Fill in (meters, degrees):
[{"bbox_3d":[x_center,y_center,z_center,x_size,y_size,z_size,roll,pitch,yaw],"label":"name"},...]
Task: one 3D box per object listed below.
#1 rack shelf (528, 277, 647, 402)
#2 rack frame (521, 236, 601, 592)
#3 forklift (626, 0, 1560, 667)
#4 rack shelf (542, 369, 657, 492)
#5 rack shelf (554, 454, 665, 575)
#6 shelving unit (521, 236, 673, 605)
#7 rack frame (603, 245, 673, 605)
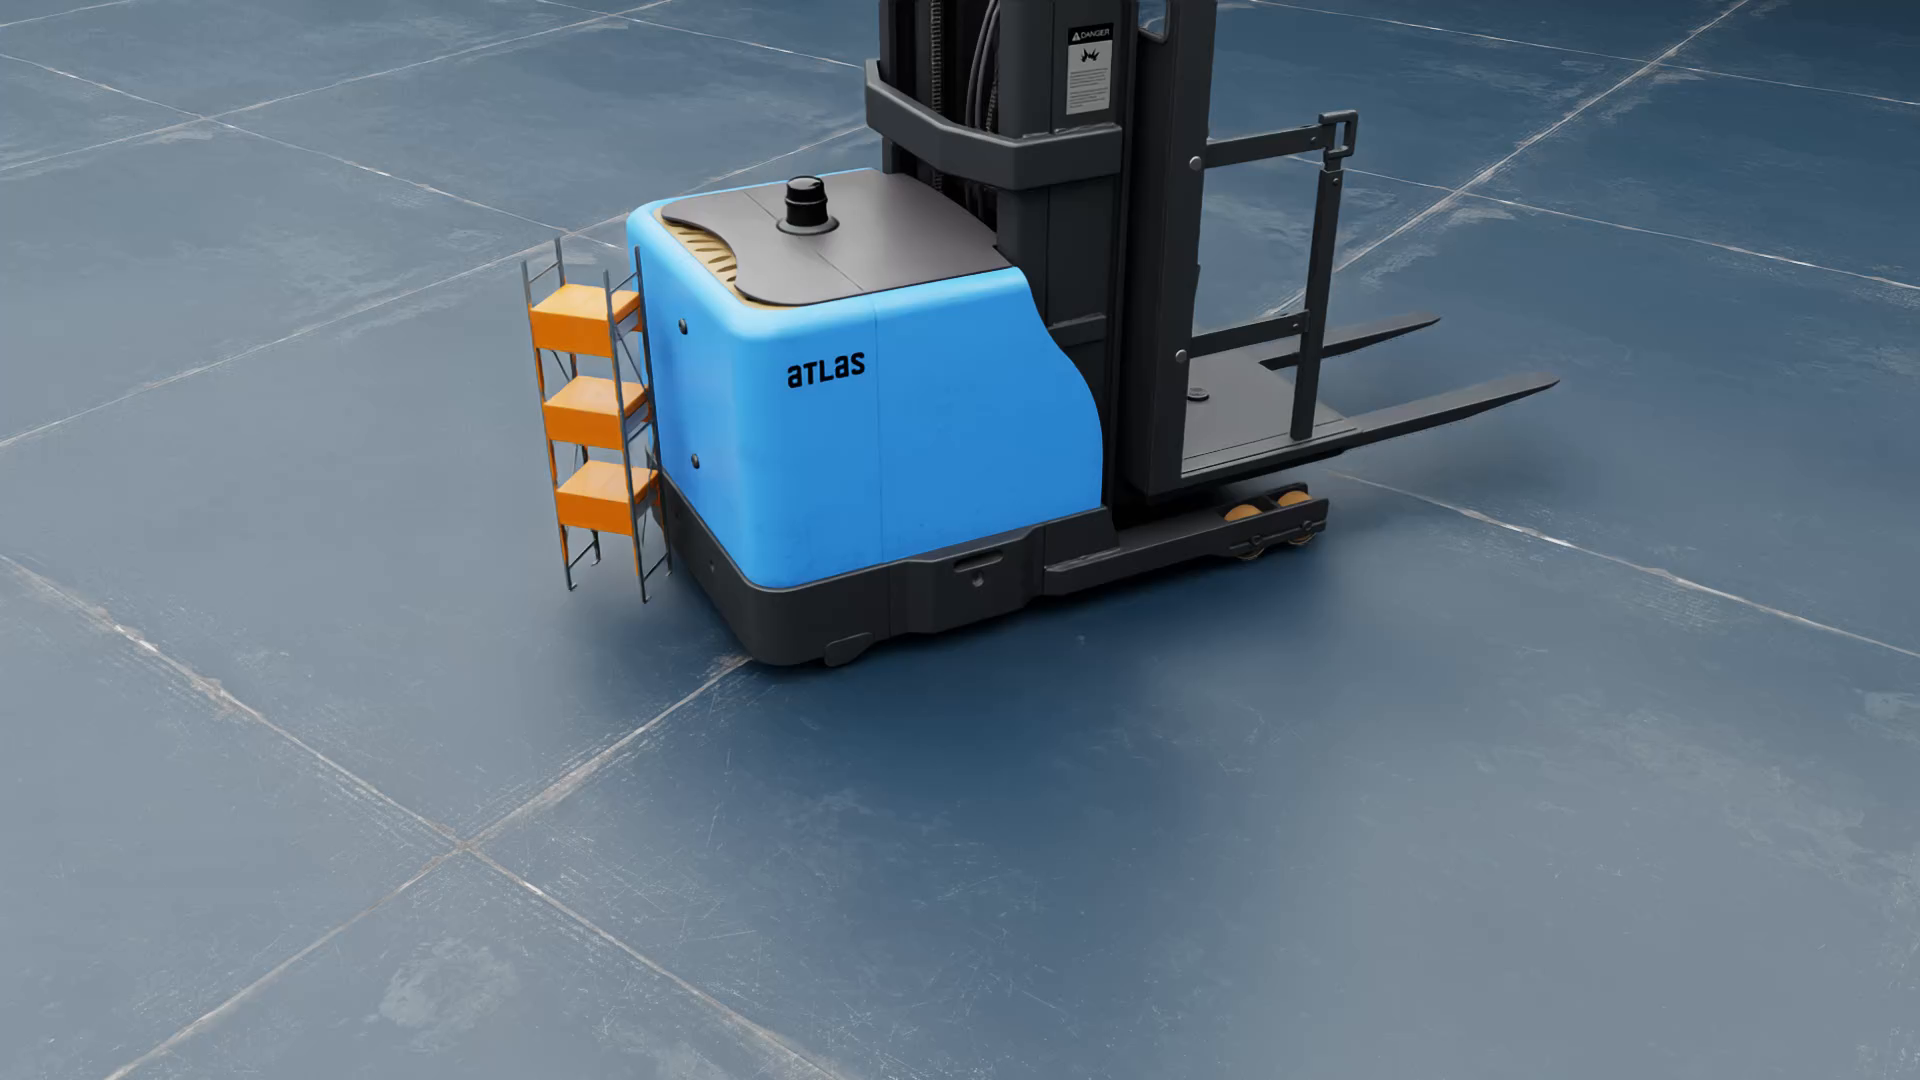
[{"bbox_3d":[-1.027,-0.561,4.630,0.240,0.259,0.215,9,32,15],"label":"rack shelf"},{"bbox_3d":[-1.144,-0.344,4.800,0.008,1.050,0.200,9,32,15],"label":"rack frame"},{"bbox_3d":[0.578,-1.426,4.781,3.031,2.935,1.130,-15,34,-23],"label":"forklift"},{"bbox_3d":[-1.027,-0.316,4.775,0.240,0.259,0.215,9,32,15],"label":"rack shelf"},{"bbox_3d":[-1.027,-0.077,4.917,0.240,0.259,0.215,9,32,15],"label":"rack shelf"},{"bbox_3d":[-1.027,-0.326,4.769,0.252,1.050,0.215,9,32,15],"label":"shelving unit"},{"bbox_3d":[-0.911,-0.307,4.739,0.008,1.050,0.200,9,32,15],"label":"rack frame"}]
